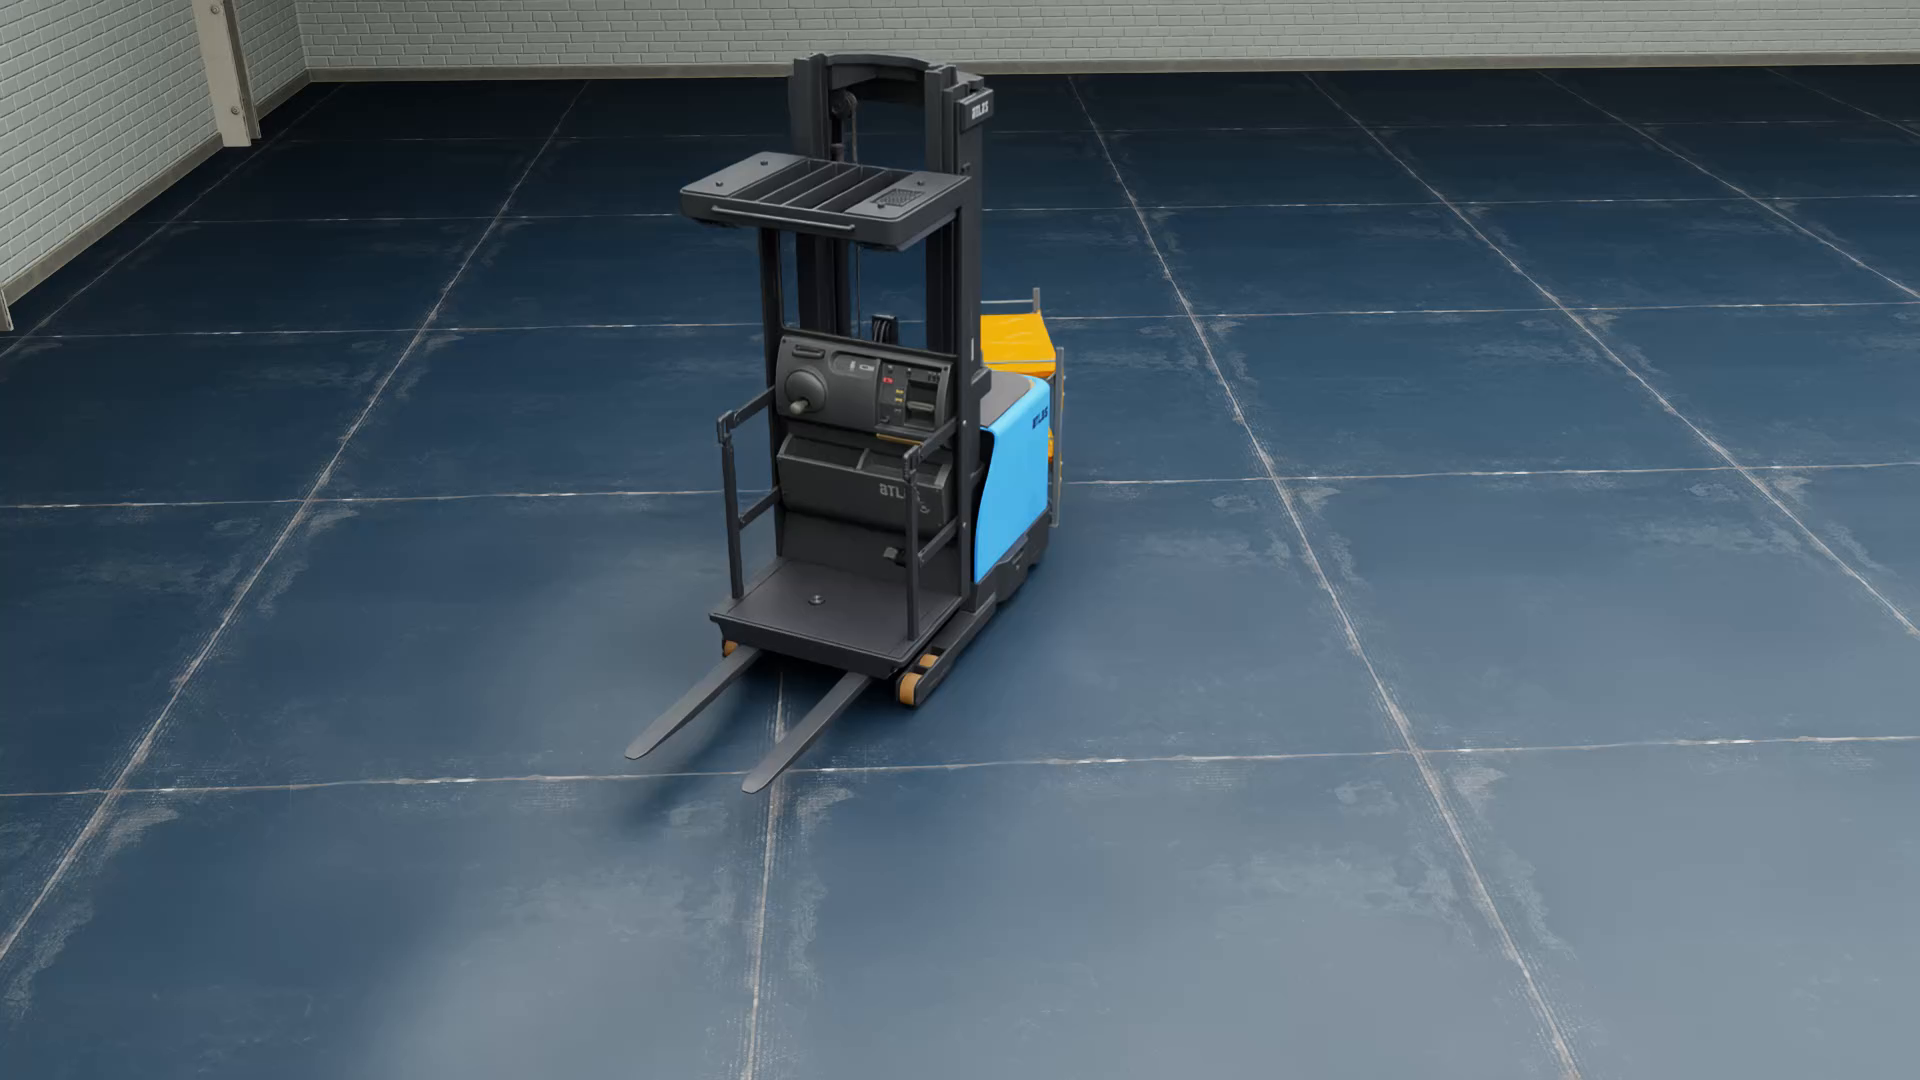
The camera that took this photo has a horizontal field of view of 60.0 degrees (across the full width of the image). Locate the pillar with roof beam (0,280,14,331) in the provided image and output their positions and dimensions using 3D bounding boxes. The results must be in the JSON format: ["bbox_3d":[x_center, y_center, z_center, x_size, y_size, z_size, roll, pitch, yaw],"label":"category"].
[{"bbox_3d":[-3.181,-5.642,10.836,9.100,9.000,0.400,-1,28,-3],"label":"pillar with roof beam"}]

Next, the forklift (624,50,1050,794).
[{"bbox_3d":[-0.566,-0.709,7.940,1.130,2.935,3.031,12,30,22],"label":"forklift"}]

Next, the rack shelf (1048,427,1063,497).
[{"bbox_3d":[0.291,-0.596,10.205,0.538,0.278,1.000,-2,28,-4],"label":"rack shelf"}]

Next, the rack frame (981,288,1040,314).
[{"bbox_3d":[0.246,-1.047,10.541,0.500,1.125,0.032,-2,28,-4],"label":"rack frame"}]

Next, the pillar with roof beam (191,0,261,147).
[{"bbox_3d":[-3.495,-8.413,16.149,9.100,9.000,0.400,-1,28,-3],"label":"pillar with roof beam"}]

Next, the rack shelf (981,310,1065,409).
[{"bbox_3d":[0.291,-1.072,9.957,0.538,0.278,1.000,-2,28,-4],"label":"rack shelf"}]

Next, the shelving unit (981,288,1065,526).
[{"bbox_3d":[0.291,-0.813,10.092,0.538,1.125,1.048,-2,28,-4],"label":"shelving unit"}]

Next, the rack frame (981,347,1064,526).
[{"bbox_3d":[0.336,-0.579,9.643,0.500,1.125,0.032,-2,28,-4],"label":"rack frame"}]
